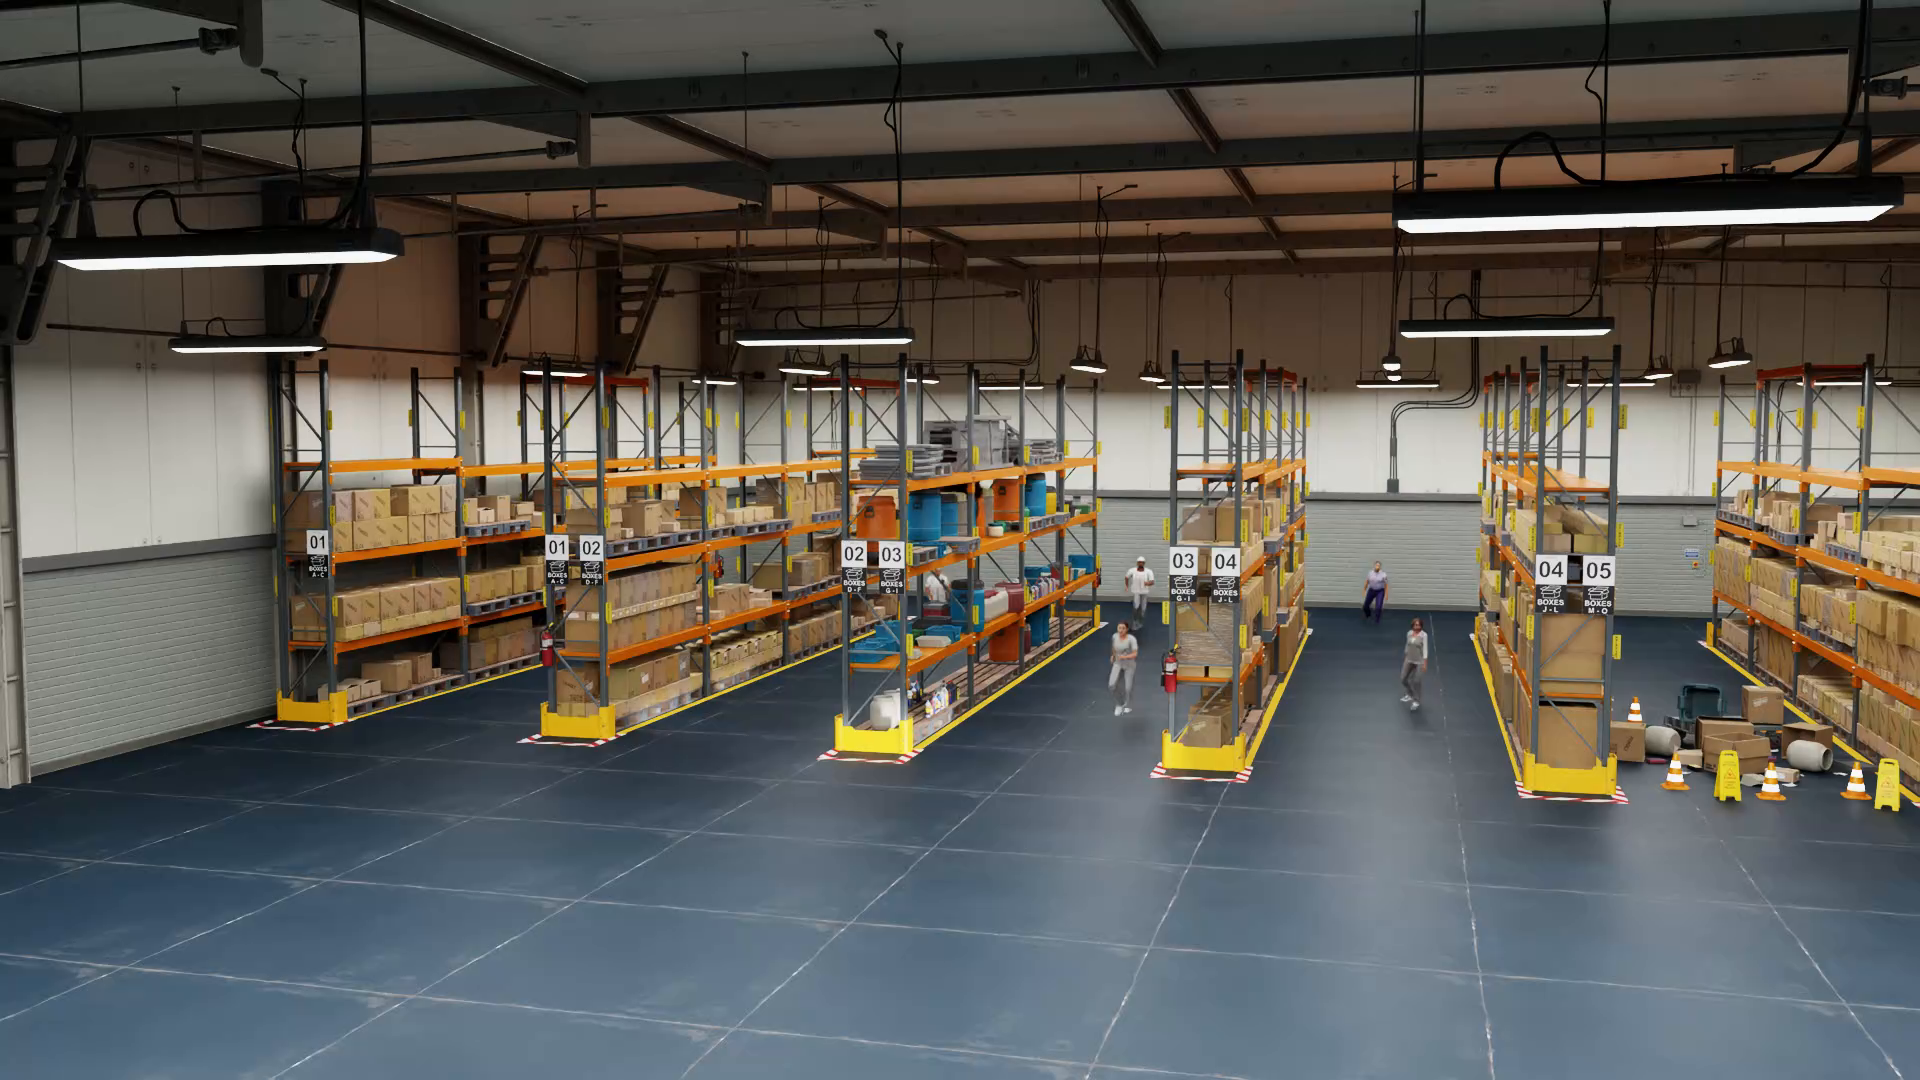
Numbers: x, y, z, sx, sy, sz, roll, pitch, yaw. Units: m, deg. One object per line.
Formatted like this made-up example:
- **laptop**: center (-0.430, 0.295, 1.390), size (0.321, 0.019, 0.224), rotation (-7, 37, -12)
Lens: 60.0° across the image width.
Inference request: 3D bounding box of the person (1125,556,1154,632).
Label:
- **person**: center (4.276, 1.287, 39.489), size (0.666, 1.786, 0.721), rotation (0, 4, -1)

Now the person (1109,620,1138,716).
- **person**: center (2.611, 2.031, 26.539), size (0.566, 1.567, 0.915), rotation (2, 4, 22)

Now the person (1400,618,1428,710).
- **person**: center (7.892, 2.143, 28.856), size (0.533, 1.599, 0.430), rotation (4, 5, 41)

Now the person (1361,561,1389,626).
- **person**: center (10.132, 1.293, 40.599), size (0.705, 1.582, 0.602), rotation (2, 5, 24)

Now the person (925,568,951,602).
- **person**: center (-0.522, 1.367, 39.124), size (0.614, 1.567, 0.732), rotation (0, 4, 1)
